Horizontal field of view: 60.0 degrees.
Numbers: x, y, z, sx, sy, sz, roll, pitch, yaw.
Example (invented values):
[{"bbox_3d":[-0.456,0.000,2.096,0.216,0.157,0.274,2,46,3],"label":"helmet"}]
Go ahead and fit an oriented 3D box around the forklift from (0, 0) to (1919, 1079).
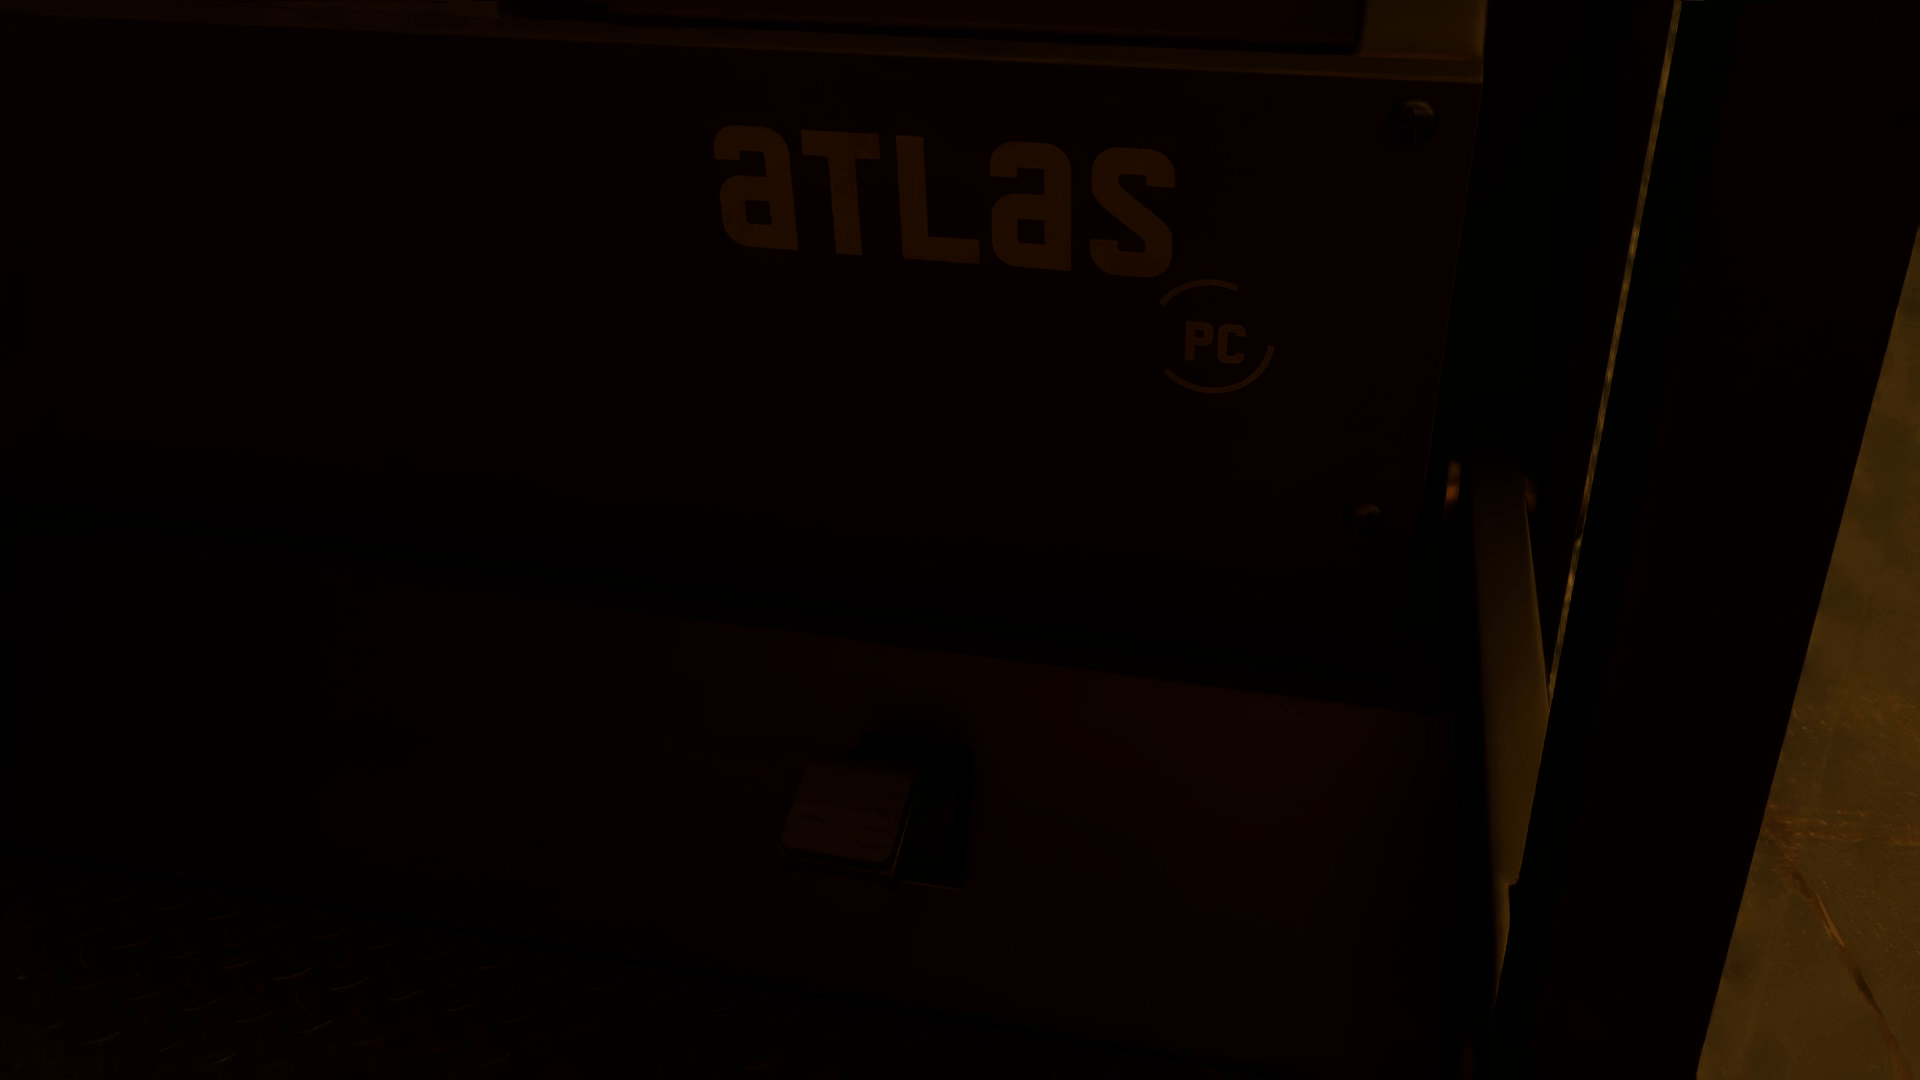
[{"bbox_3d":[-0.266,-0.616,0.452,1.130,2.935,3.031,6,27,13],"label":"forklift"}]
